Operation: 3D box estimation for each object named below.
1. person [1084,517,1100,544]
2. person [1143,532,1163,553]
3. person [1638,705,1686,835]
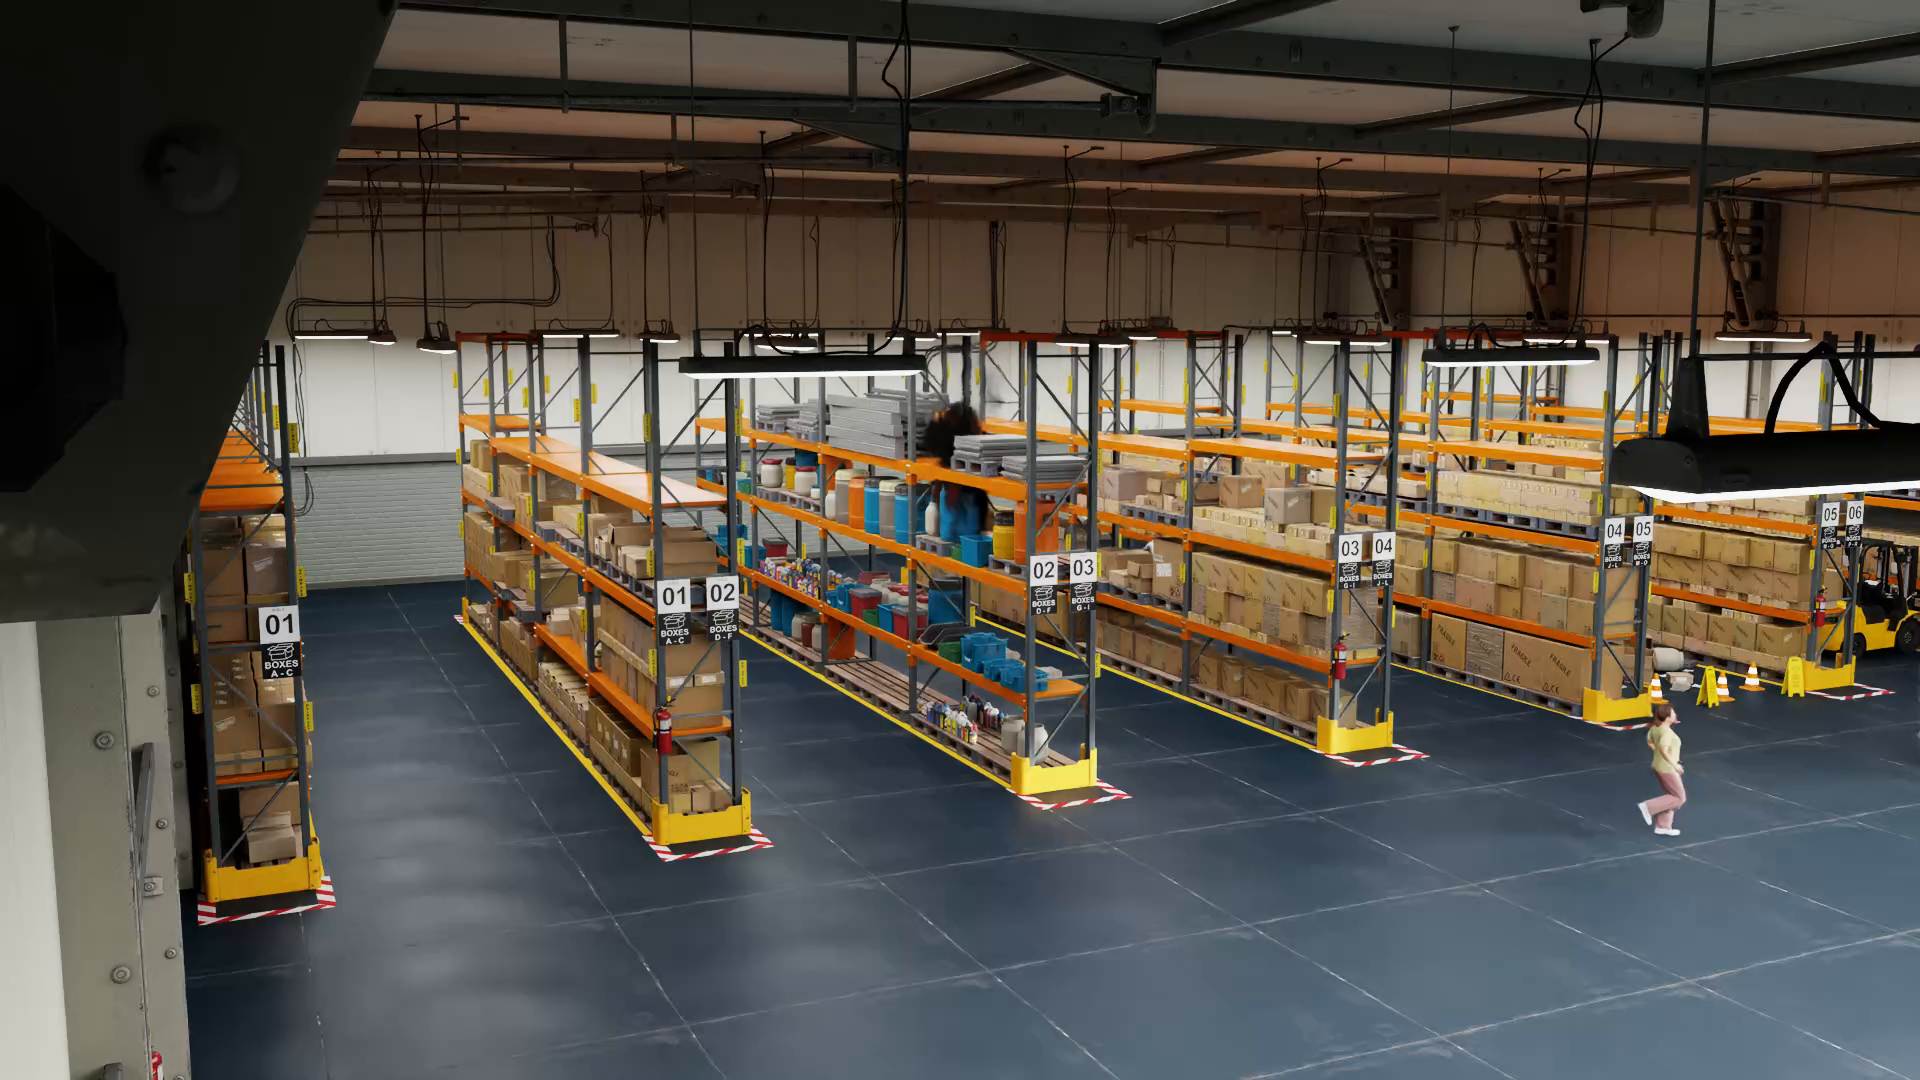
[{"bbox_3d":[2.927,0.306,38.211,0.696,1.736,0.542,-3,8,-21],"label":"person"},{"bbox_3d":[4.273,0.628,35.811,0.643,1.798,0.894,-3,8,-22],"label":"person"},{"bbox_3d":[8.558,2.806,20.308,0.565,1.626,0.581,0,8,0],"label":"person"}]
